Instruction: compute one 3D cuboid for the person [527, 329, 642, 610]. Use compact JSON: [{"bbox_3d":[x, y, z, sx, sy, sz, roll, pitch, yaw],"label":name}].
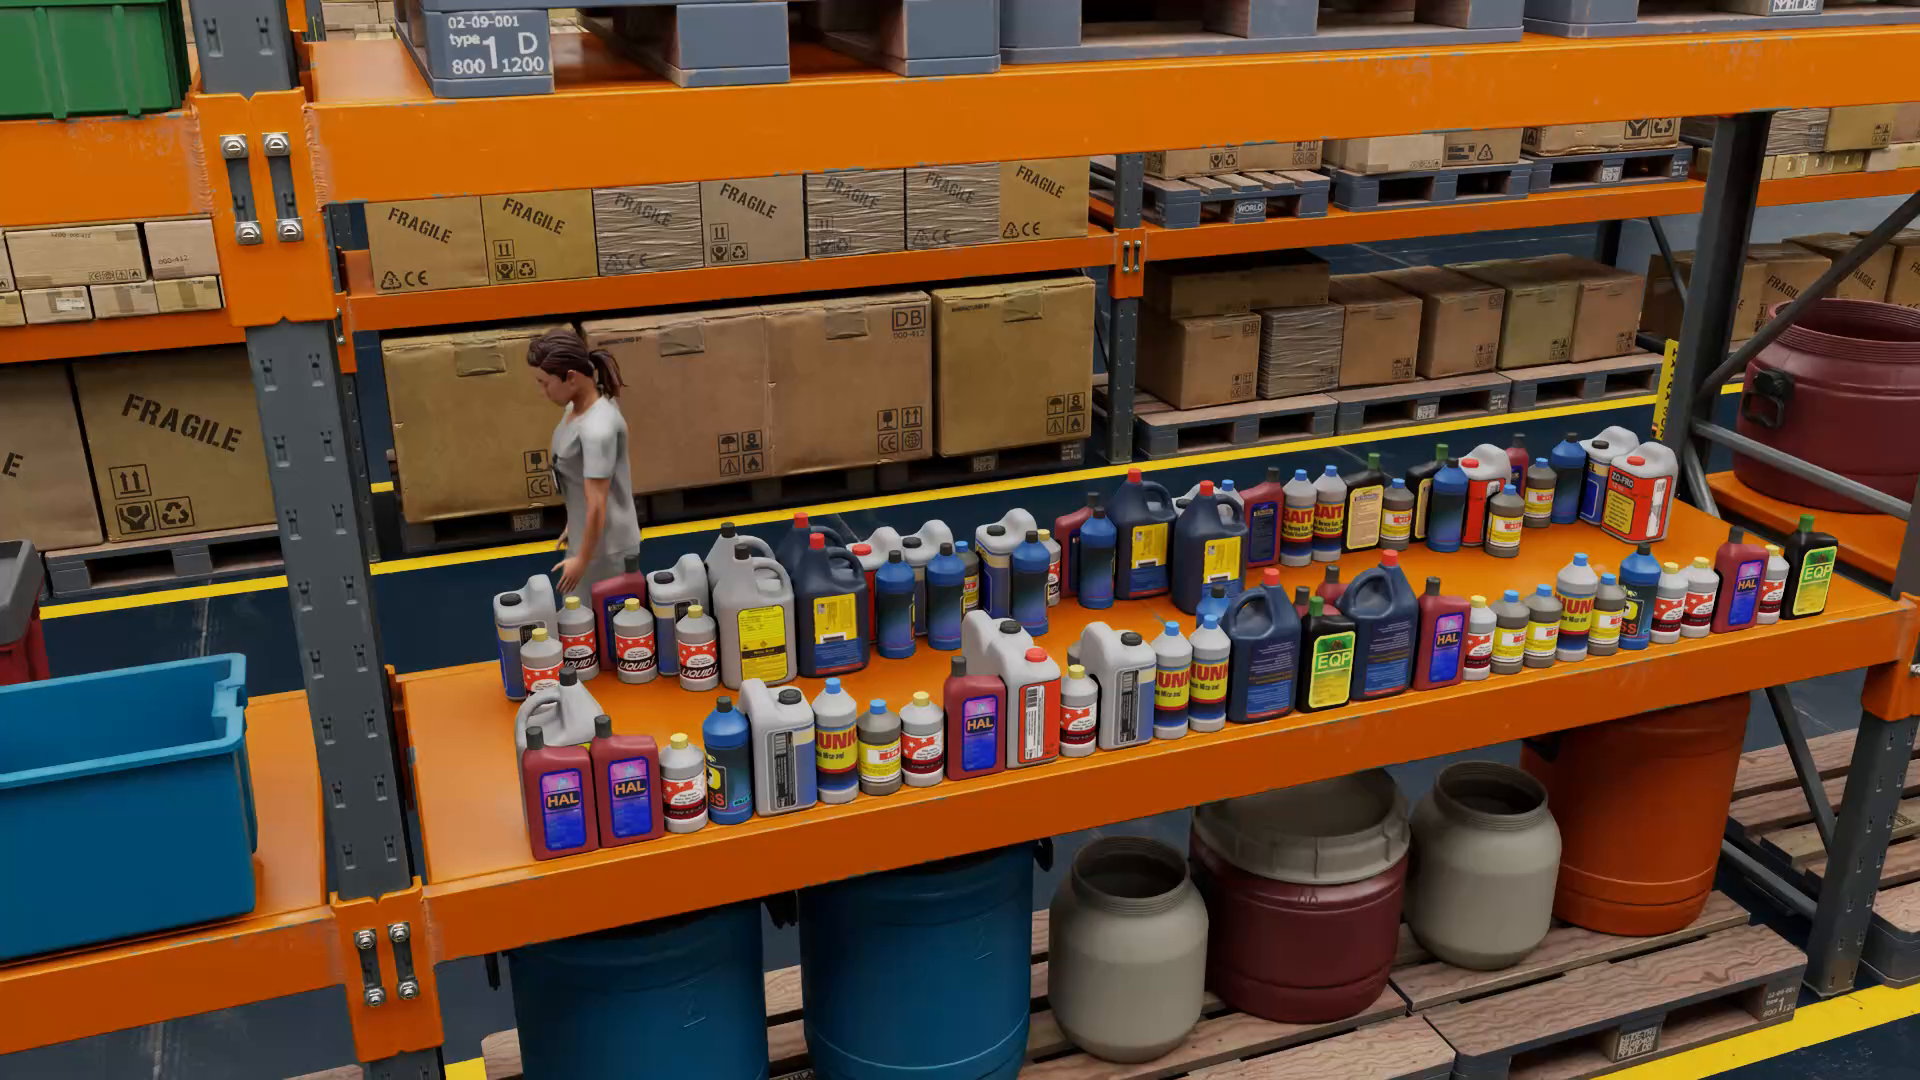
[{"bbox_3d":[-1.334,0.027,6.072,0.351,1.652,0.453,-8,24,-18],"label":"person"}]
